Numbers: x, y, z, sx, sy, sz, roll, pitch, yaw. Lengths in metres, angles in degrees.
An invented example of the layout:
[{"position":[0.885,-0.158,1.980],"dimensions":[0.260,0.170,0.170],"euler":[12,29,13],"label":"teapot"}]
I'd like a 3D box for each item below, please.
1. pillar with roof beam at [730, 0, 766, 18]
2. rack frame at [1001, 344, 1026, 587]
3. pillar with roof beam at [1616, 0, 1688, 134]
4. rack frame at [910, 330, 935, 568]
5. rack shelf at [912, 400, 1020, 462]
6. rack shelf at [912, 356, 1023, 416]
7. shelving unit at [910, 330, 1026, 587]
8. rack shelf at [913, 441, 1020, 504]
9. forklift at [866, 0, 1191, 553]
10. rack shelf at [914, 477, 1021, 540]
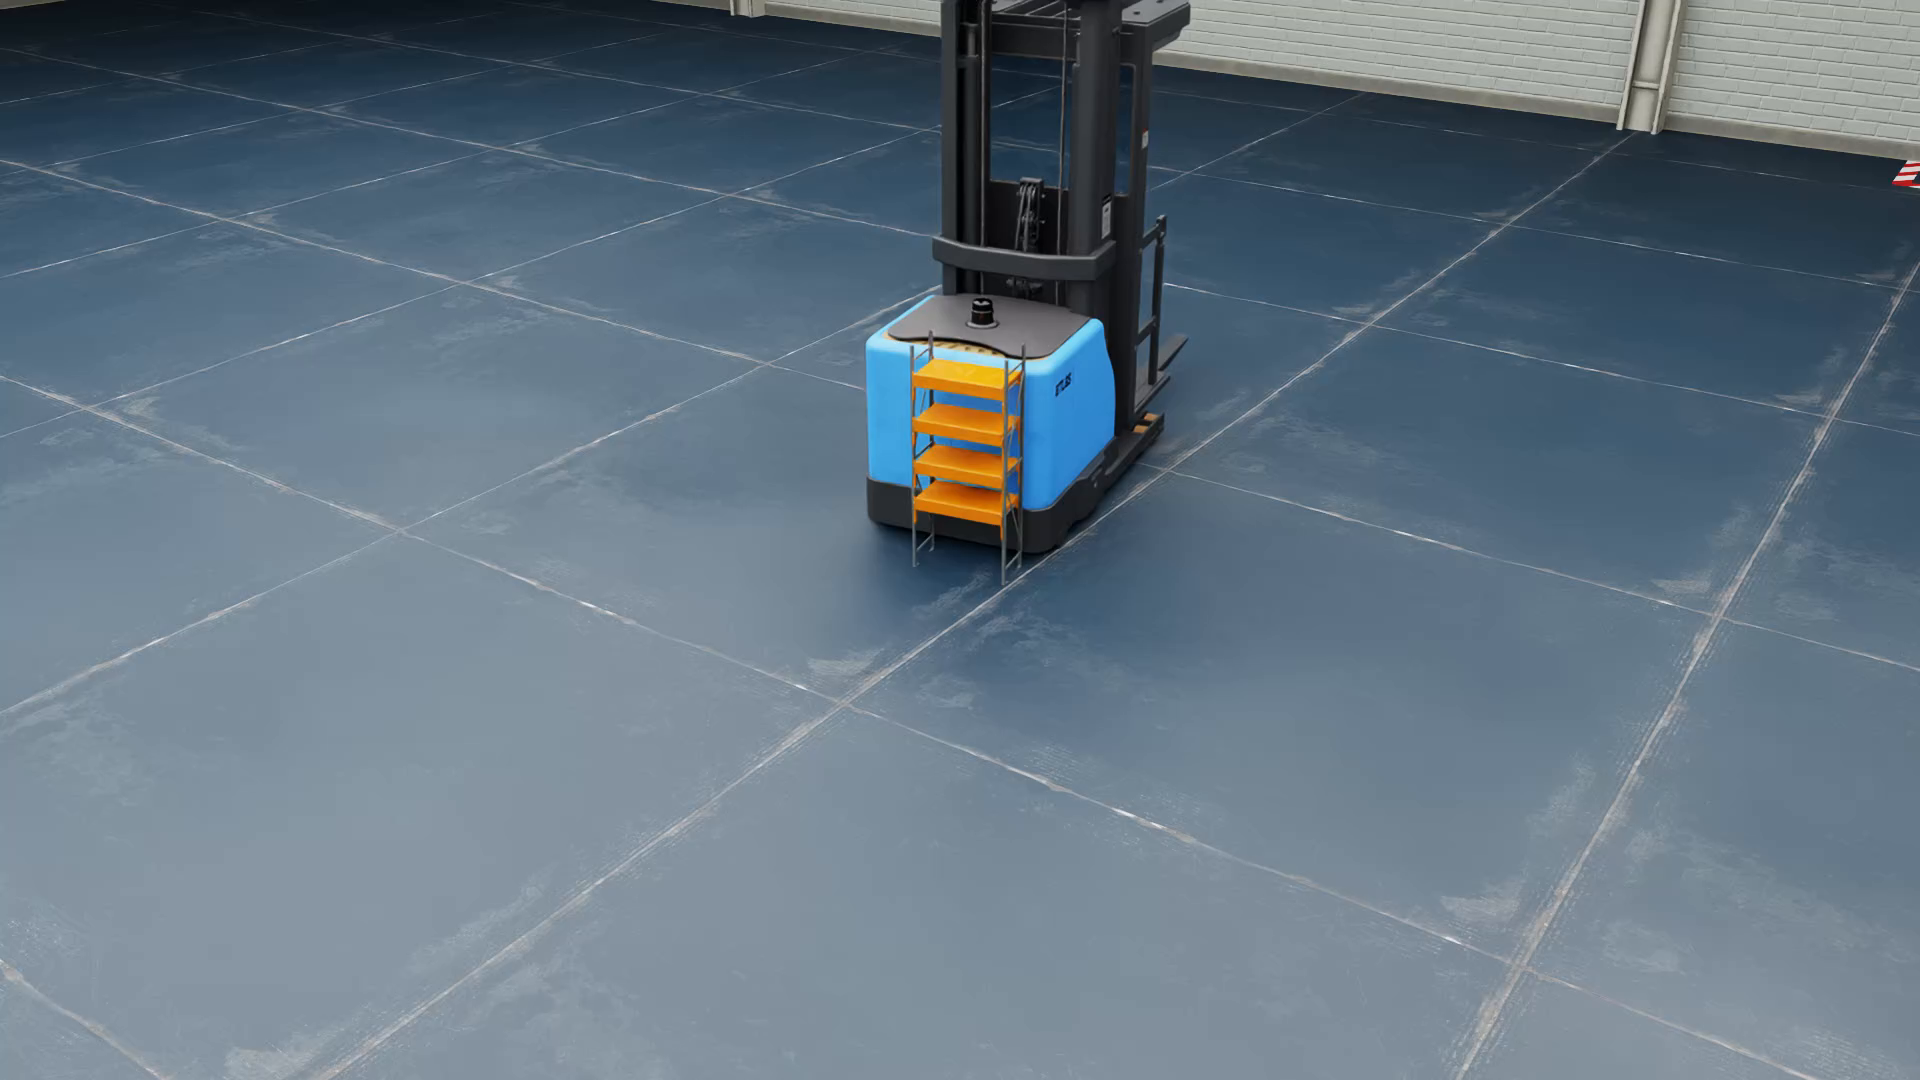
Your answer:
[{"position":[-5.370,-9.688,17.866],"dimensions":[0.400,9.000,9.100],"euler":[17,32,30],"label":"pillar with roof beam"},{"position":[0.262,-0.353,8.121],"dimensions":[0.015,1.200,0.240],"euler":[11,29,21],"label":"rack frame"},{"position":[4.521,-6.607,11.811],"dimensions":[0.400,9.000,9.100],"euler":[17,32,30],"label":"pillar with roof beam"},{"position":[-0.186,-0.441,8.294],"dimensions":[0.015,1.200,0.240],"euler":[11,29,21],"label":"rack frame"},{"position":[0.038,-0.536,8.136],"dimensions":[0.480,0.148,0.258],"euler":[11,29,21],"label":"rack shelf"},{"position":[0.038,-0.747,8.029],"dimensions":[0.480,0.148,0.258],"euler":[11,29,21],"label":"rack shelf"},{"position":[0.038,-0.397,8.207],"dimensions":[0.503,1.200,0.258],"euler":[11,29,21],"label":"shelving unit"},{"position":[0.038,-0.337,8.238],"dimensions":[0.480,0.148,0.258],"euler":[11,29,21],"label":"rack shelf"},{"position":[0.570,-1.885,9.222],"dimensions":[1.130,2.935,3.031],"euler":[11,29,21],"label":"forklift"},{"position":[0.038,-0.160,8.328],"dimensions":[0.480,0.148,0.258],"euler":[11,29,21],"label":"rack shelf"}]
